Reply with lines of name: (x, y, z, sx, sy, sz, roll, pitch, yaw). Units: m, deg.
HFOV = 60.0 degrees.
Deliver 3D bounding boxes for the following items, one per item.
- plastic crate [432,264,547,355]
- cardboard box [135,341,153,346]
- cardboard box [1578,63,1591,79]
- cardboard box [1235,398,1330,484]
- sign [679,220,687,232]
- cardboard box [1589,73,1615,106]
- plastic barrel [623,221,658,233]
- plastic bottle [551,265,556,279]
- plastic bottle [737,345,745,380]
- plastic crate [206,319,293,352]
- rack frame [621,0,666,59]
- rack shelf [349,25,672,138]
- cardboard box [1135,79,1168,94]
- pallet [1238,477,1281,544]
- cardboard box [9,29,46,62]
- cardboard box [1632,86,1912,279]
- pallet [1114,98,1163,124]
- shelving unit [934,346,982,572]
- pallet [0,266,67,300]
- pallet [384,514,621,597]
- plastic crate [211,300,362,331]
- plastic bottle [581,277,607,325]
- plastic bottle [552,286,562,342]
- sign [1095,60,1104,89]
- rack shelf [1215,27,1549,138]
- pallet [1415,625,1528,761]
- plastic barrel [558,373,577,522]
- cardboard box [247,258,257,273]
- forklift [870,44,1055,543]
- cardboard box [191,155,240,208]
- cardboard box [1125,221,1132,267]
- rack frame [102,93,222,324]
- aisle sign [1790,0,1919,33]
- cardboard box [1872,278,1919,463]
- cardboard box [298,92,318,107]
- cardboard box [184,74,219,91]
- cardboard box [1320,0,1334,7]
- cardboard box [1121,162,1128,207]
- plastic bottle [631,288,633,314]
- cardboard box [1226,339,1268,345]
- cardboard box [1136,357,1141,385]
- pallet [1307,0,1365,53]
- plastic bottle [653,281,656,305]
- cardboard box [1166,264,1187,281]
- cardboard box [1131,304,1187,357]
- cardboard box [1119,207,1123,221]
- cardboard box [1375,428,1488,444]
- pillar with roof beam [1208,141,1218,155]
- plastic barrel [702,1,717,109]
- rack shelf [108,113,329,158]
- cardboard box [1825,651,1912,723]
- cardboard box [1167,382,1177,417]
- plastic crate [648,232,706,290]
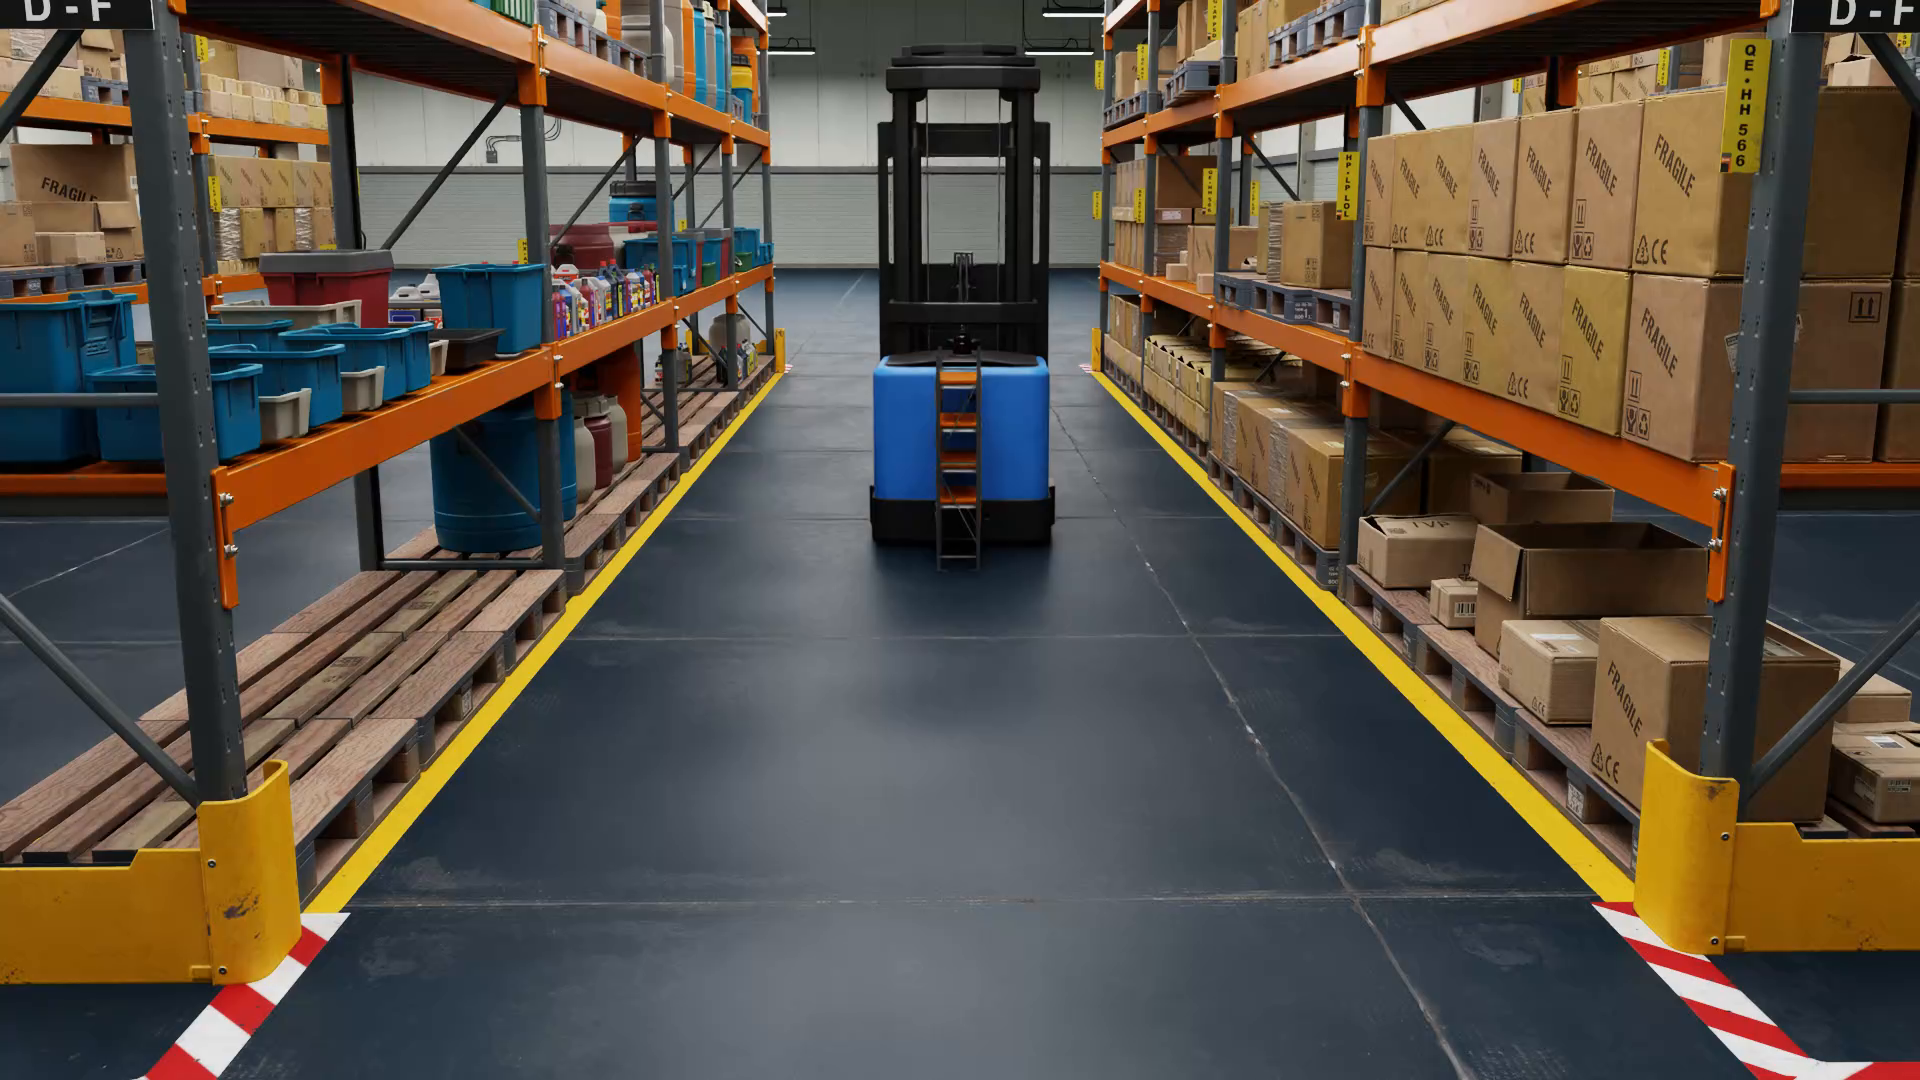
plastic crate: (-2.156, -1.071, 7.684, 0.392, 0.384, 0.575, 0, 11, -1)
cardboard box: (-7.633, -1.579, 15.480, 0.700, 0.500, 0.500, -1, 12, -6)
cardboard box: (6.897, -5.307, 18.312, 0.500, 0.500, 0.500, 0, 11, 0)
cardboard box: (2.108, -0.651, 10.904, 0.500, 0.500, 0.500, 0, 11, -2)
sign: (-3.305, -3.661, 19.863, 0.100, 0.325, 0.005, 0, 11, -1)
cardboard box: (6.928, -4.611, 17.396, 0.500, 0.500, 0.500, -1, 11, -3)
plastic barrel: (-2.872, -2.607, 15.023, 0.433, 0.535, 0.433, 0, 11, 0)
plastic bottle: (-2.904, -1.788, 11.641, 0.152, 0.276, 0.135, 0, 11, -1)
plastic bottle: (-2.274, -1.811, 16.997, 0.144, 0.351, 0.185, 0, 11, 0)
plastic crate: (-2.723, -0.701, 6.238, 0.416, 0.233, 0.300, 0, 11, -1)
rack frame: (-2.589, -4.876, 11.462, 1.000, 3.000, 0.127, 0, 11, -1)
rack shelf: (-2.548, -2.656, 9.872, 1.077, 0.370, 4.000, 0, 11, -1)
cardboard box: (1.982, -4.611, 16.922, 0.380, 0.149, 0.250, 0, 11, -1)
pallet: (2.363, -0.199, 10.508, 1.003, 0.211, 1.213, 0, 11, -1)
cardboard box: (-7.301, -3.875, 12.563, 0.500, 0.500, 0.500, 0, 11, -1)
cardboard box: (2.244, -0.992, 4.638, 0.500, 0.500, 0.500, 0, 11, -2)
pallet: (2.214, -4.589, 17.813, 1.003, 0.211, 1.213, 0, 11, -1)
shelving unit: (-0.006, -0.463, 9.326, 0.258, 1.200, 0.503, 0, 11, 1)
pallet: (-7.663, -1.963, 12.674, 1.213, 0.211, 1.003, 0, 11, -1)
pallet: (-2.481, 0.072, 9.174, 1.003, 0.211, 1.213, 0, 11, -1)
plastic crate: (-2.659, -0.808, 6.645, 0.437, 0.282, 0.530, 0, 11, -1)
plastic bottle: (-2.159, -1.404, 9.747, 0.152, 0.276, 0.135, 0, 11, -1)
plastic bottle: (-2.088, -1.159, 8.519, 0.061, 0.283, 0.133, 0, 11, -1)
sign: (1.643, -5.482, 19.596, 0.100, 0.325, 0.005, 0, 11, -1)
rack shelf: (2.404, -2.676, 9.969, 1.077, 0.370, 4.000, 0, 11, -1)
pallet: (2.487, 0.586, 6.642, 1.003, 0.211, 1.213, 0, 11, -1)
plastic barrel: (-2.516, -0.568, 9.533, 0.600, 0.901, 0.708, 0, 11, -1)
cardboard box: (-7.367, -2.781, 16.854, 0.380, 0.149, 0.250, 0, 11, -1)
forklift: (0.029, -1.664, 10.892, 1.130, 2.935, 3.031, 0, 11, 1)
cardboard box: (-7.379, -3.486, 16.185, 0.500, 0.500, 0.500, 0, 11, -1)
cardboard box: (2.215, -3.299, 18.525, 0.700, 0.500, 0.500, 0, 11, -1)
rack frame: (-7.624, -2.711, 15.878, 1.000, 3.000, 0.127, 0, 11, -1)
aisle sign: (2.223, -1.625, 3.985, 0.394, 0.787, 0.004, 0, 11, -1)
cardboard box: (2.783, -0.504, 4.747, 0.500, 0.500, 0.500, 0, 11, 0)
cardboard box: (-7.357, -4.888, 18.440, 0.380, 0.149, 0.250, 0, 11, -1)
cardboard box: (-7.323, -4.369, 15.879, 0.380, 0.149, 0.250, -1, 11, -3)
cardboard box: (2.478, -3.300, 9.678, 0.600, 0.600, 0.600, -1, 11, -3)
cardboard box: (2.212, -4.023, 18.830, 0.700, 0.500, 0.500, -1, 11, -3)
plastic bottle: (-2.152, -1.556, 10.684, 0.097, 0.201, 0.097, 0, 11, 0)
cardboard box: (2.592, -1.701, 15.350, 0.500, 0.311, 0.500, 0, 11, 0)
cardboard box: (2.052, -1.701, 16.756, 0.500, 0.250, 0.500, 0, 11, -1)
pallet: (2.502, -2.669, 8.597, 1.213, 0.211, 1.003, 0, 11, -1)
plastic bottle: (-2.170, -1.737, 11.577, 0.097, 0.201, 0.097, 0, 11, 0)
cardboard box: (2.094, -2.451, 15.227, 0.380, 0.149, 0.250, 0, 11, -1)
cardboard box: (2.053, -2.167, 17.172, 0.500, 0.500, 0.500, 0, 11, -1)
cardboard box: (2.005, -3.682, 18.780, 0.380, 0.149, 0.250, 0, 11, -2)
cardboard box: (2.657, -0.354, 9.442, 0.500, 0.500, 0.500, 0, 11, 0)
pillar with roof beam: (3.105, -12.317, 48.141, 9.100, 9.000, 0.548, 0, 11, -1)
plastic barrel: (-2.431, -4.217, 14.495, 0.600, 0.901, 0.600, 0, 11, 0)
rack shelf: (-7.665, -4.226, 17.611, 1.077, 0.370, 4.000, 0, 11, -1)
cardboard box: (2.790, 0.558, 5.575, 0.500, 0.250, 0.500, 0, 11, -1)
cardboard box: (2.073, -1.222, 14.399, 0.500, 0.250, 0.500, 0, 11, 0)
plastic crate: (-2.317, -2.290, 13.642, 0.402, 0.464, 0.583, 0, 11, -1)
